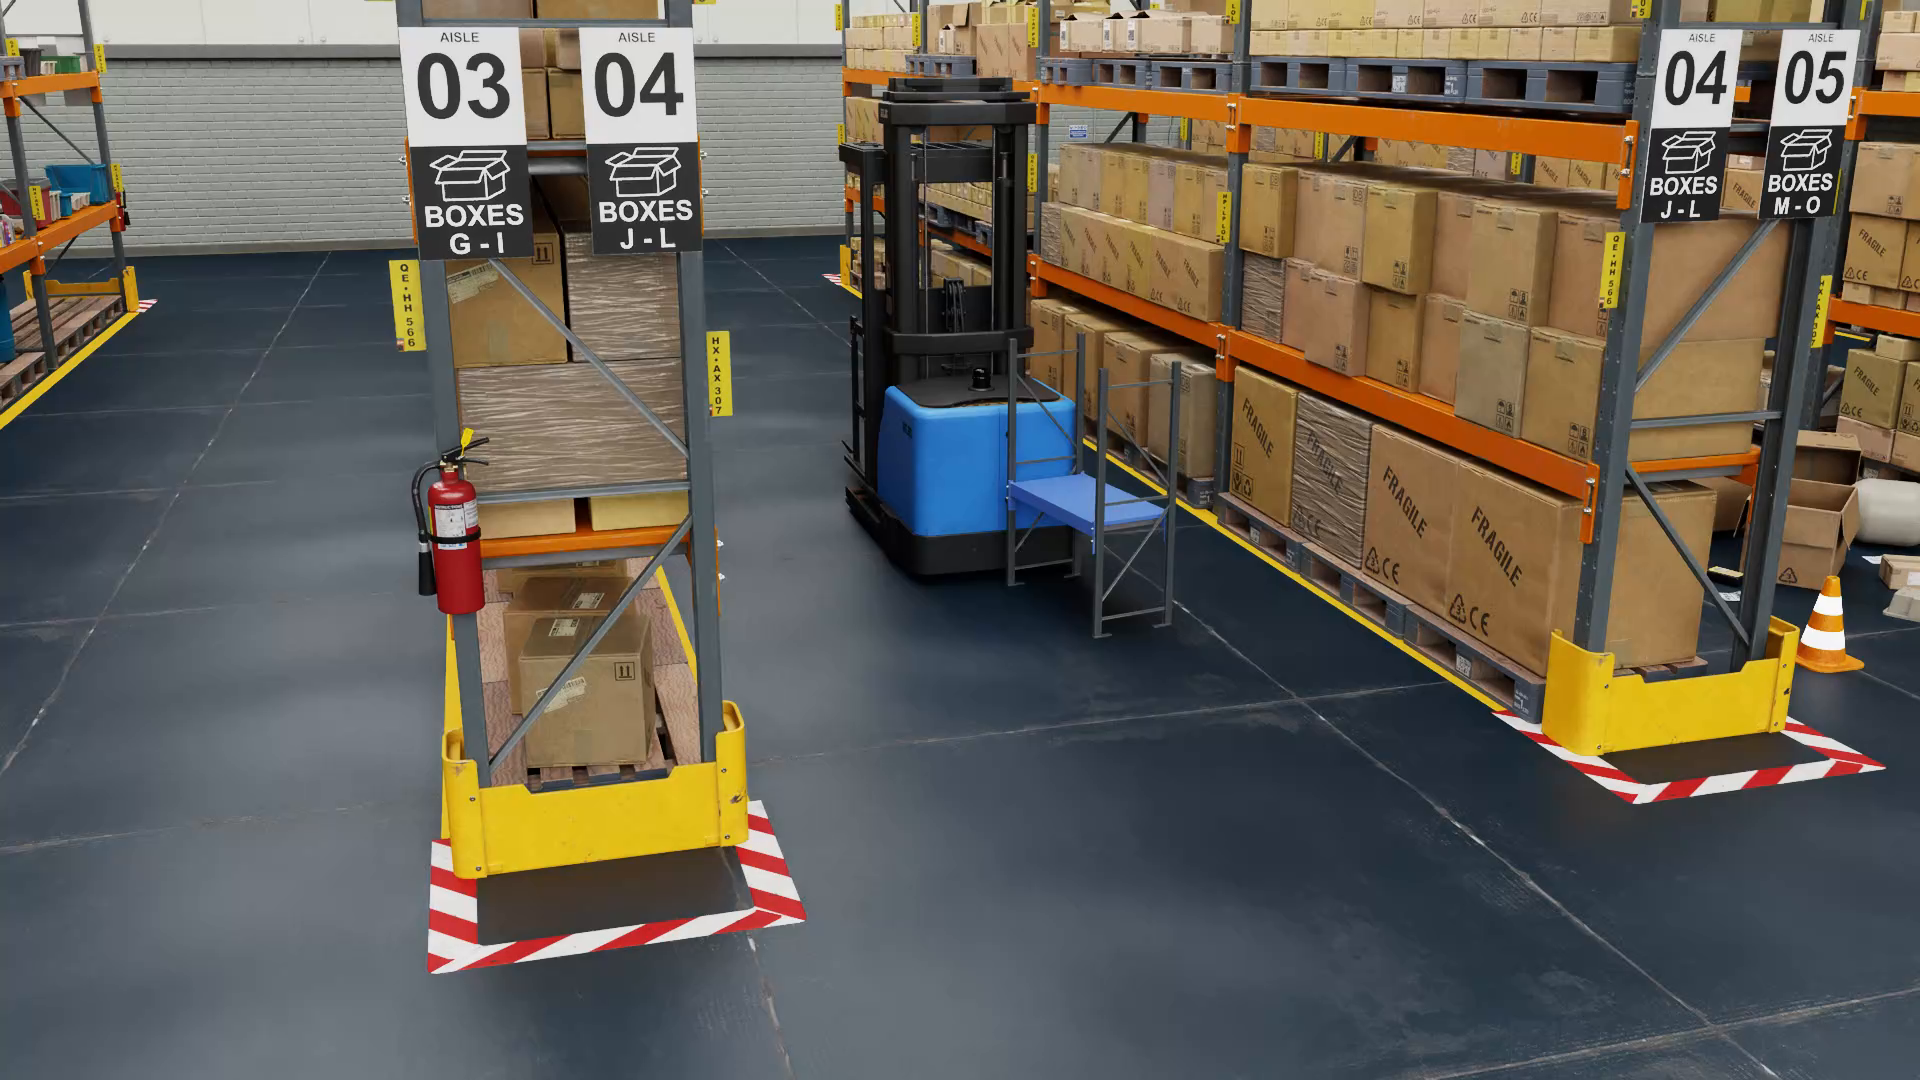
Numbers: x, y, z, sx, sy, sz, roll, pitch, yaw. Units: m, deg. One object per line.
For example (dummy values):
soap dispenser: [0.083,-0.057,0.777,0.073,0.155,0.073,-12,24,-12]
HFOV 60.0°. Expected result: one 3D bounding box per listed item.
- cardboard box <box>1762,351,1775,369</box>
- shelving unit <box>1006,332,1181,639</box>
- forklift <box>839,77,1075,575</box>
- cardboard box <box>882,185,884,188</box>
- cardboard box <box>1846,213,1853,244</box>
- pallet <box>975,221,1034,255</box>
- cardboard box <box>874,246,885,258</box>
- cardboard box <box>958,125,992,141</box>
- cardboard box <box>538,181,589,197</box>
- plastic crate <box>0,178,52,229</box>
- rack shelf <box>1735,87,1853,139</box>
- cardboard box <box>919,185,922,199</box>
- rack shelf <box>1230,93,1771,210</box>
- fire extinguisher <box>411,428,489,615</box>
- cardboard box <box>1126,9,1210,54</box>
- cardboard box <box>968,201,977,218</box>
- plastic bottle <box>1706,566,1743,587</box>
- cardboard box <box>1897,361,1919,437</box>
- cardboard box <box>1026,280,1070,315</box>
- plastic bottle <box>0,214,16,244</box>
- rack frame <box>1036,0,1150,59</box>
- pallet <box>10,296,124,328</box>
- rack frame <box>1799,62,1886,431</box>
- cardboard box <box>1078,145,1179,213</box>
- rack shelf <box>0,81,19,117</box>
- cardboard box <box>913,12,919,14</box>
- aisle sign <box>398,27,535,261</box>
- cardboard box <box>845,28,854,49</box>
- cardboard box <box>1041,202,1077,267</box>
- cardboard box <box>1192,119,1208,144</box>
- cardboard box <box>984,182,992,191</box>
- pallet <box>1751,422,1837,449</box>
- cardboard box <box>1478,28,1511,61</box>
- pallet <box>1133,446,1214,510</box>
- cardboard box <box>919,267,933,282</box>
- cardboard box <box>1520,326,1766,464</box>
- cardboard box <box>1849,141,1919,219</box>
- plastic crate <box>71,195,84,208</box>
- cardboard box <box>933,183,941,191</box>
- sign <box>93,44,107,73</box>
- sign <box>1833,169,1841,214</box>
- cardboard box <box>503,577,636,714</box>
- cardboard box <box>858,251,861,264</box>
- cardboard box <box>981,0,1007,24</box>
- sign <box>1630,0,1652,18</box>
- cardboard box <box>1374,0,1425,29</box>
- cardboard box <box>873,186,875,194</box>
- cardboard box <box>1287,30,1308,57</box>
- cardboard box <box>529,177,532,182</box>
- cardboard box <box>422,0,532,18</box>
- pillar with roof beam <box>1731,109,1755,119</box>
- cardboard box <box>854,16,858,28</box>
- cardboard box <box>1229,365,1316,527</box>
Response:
cardboard box: [6.636,-1.351,14.072,0.950,0.372,0.625,-4,17,-12]
shelving unit: [0.734,-0.342,9.483,0.538,1.500,1.048,-8,19,-25]
forklift: [-0.170,-1.578,11.111,1.130,2.935,3.031,-5,17,-15]
cardboard box: [-0.628,-4.441,19.833,0.500,0.500,0.500,-5,17,-16]
cardboard box: [6.636,-2.566,12.859,0.500,0.500,0.500,-5,17,-16]
pallet: [0.854,-2.849,15.554,1.213,0.211,1.003,-5,17,-15]
cardboard box: [-0.876,-3.627,21.005,0.380,0.149,0.250,-4,17,-13]
cardboard box: [0.164,-4.671,18.861,0.500,0.500,0.500,-4,17,-14]
cardboard box: [-1.881,-1.571,8.539,0.500,0.500,0.500,-5,17,-15]
plastic crate: [-9.510,-3.429,16.936,0.402,0.464,0.583,-5,17,-15]
rack shelf: [6.434,-3.710,14.125,1.077,0.370,4.000,-5,17,-15]
cardboard box: [-0.281,-3.794,18.074,0.380,0.149,0.250,-6,18,-18]
rack shelf: [2.802,-2.184,9.046,1.077,0.370,4.000,-5,17,-15]
fire extinguisher: [-1.857,-0.070,6.104,0.296,0.674,0.183,-5,17,-15]
cardboard box: [1.559,-3.756,12.278,0.500,0.311,0.500,-5,18,-17]
cardboard box: [0.297,-3.216,16.151,0.380,0.149,0.250,-5,18,-18]
plastic bottle: [4.637,0.214,10.134,0.133,0.061,0.283,-12,20,-34]
cardboard box: [7.045,-0.976,11.734,0.500,0.500,0.500,-4,17,-13]
cardboard box: [0.713,-2.283,15.651,0.500,0.250,0.500,-5,17,-17]
plastic bottle: [-9.087,-2.959,15.806,0.152,0.276,0.135,-5,17,-15]
rack frame: [1.153,-5.625,14.036,1.000,3.000,0.127,-5,17,-15]
pallet: [-10.416,-2.642,19.381,1.003,0.211,1.213,-5,17,-15]
rack frame: [6.984,-2.065,12.611,1.000,3.000,0.127,-5,17,-15]
cardboard box: [1.407,-3.014,13.859,0.700,0.500,0.500,-5,17,-16]
rack shelf: [-8.956,-3.641,13.896,1.077,0.370,4.000,-5,17,-15]
cardboard box: [-0.296,-5.718,18.259,0.380,0.149,0.250,-6,18,-18]
aisle sign: [-1.717,-1.379,5.809,0.394,0.787,0.004,-5,17,-15]
cardboard box: [-1.172,-6.424,21.302,0.500,0.250,0.500,-4,17,-14]
cardboard box: [1.016,-2.654,14.400,0.500,0.500,0.500,-5,17,-15]
cardboard box: [3.544,-5.755,22.986,0.500,0.500,0.500,-5,17,-16]
cardboard box: [0.438,-3.359,15.592,0.380,0.149,0.250,-4,17,-14]
pallet: [6.768,-0.944,13.729,1.003,0.211,1.213,-5,17,-15]
cardboard box: [2.725,-2.380,7.980,0.380,0.149,0.250,-5,17,-15]
pallet: [1.967,-0.517,12.307,1.003,0.211,1.213,-5,17,-15]
cardboard box: [-0.295,-3.057,19.105,0.380,0.149,0.250,-4,17,-14]
cardboard box: [3.206,-0.710,7.840,0.875,0.550,0.550,-5,17,-15]
cardboard box: [6.896,-2.595,11.948,0.700,0.500,0.500,-5,17,-16]
plastic crate: [-10.141,-3.819,18.805,0.396,0.136,0.243,-5,17,-15]
cardboard box: [-0.064,-3.721,17.316,0.380,0.149,0.250,-5,18,-18]
sign: [-10.081,-5.643,19.493,0.100,0.325,0.005,-5,17,-15]
sign: [6.451,-2.574,12.295,0.100,0.325,0.005,-5,17,-15]
cardboard box: [-1.798,0.485,7.740,0.500,0.500,0.500,0,17,-1]
cardboard box: [-1.128,-3.697,21.755,0.380,0.149,0.250,-5,17,-16]
cardboard box: [0.418,-5.048,15.826,0.396,0.266,0.258,-5,17,-15]
sign: [2.826,-2.323,6.854,0.100,0.325,0.005,-5,17,-15]
cardboard box: [2.536,-2.825,8.769,0.500,0.250,0.500,-5,17,-15]
cardboard box: [-0.886,-4.445,20.973,0.380,0.149,0.250,-5,17,-16]
cardboard box: [2.165,-2.942,9.852,0.380,0.149,0.250,-5,17,-15]
cardboard box: [-2.527,-1.668,8.861,0.500,0.500,0.500,-5,17,-15]
cardboard box: [-2.115,-2.450,7.120,0.500,0.500,0.500,-5,17,-15]
pillar with roof beam: [6.093,-7.468,20.170,9.100,9.000,0.400,-5,17,-15]
cardboard box: [-1.119,-6.499,20.859,0.380,0.149,0.250,-5,17,-15]
cardboard box: [2.357,-0.649,10.863,0.875,0.875,0.875,-4,17,-14]
